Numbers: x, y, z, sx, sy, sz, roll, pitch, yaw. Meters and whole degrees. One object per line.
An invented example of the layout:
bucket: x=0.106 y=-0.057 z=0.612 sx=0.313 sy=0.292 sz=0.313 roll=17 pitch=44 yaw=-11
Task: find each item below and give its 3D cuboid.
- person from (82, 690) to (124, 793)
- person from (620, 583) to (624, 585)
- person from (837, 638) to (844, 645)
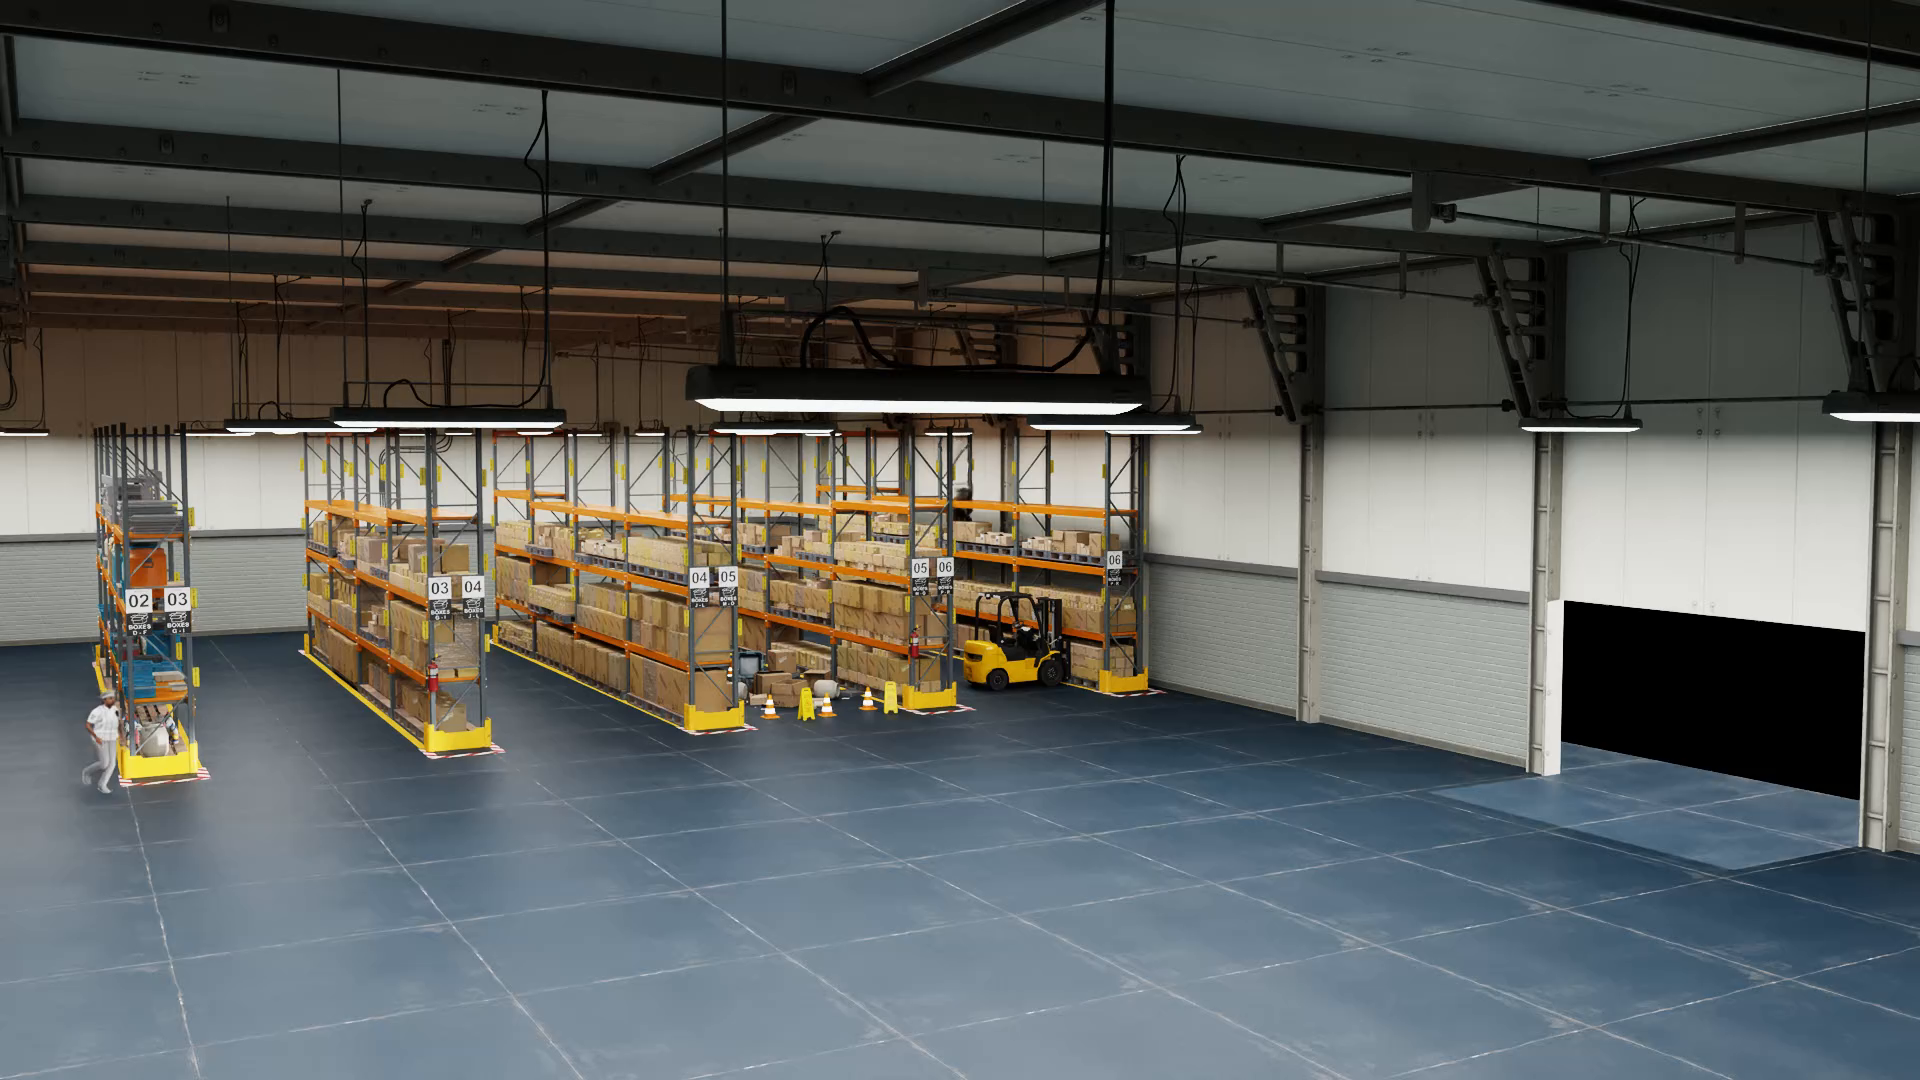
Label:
person: x=-13.975 y=3.271 z=27.176 sx=0.548 sy=1.662 sz=0.593 roll=2 pitch=4 yaw=25
person: x=-9.413 y=2.067 z=46.259 sx=0.611 sy=1.752 sz=0.670 roll=3 pitch=5 yaw=42
person: x=-3.420 y=2.148 z=45.763 sx=0.596 sy=1.636 sz=0.644 roll=-2 pitch=4 yaw=-35
